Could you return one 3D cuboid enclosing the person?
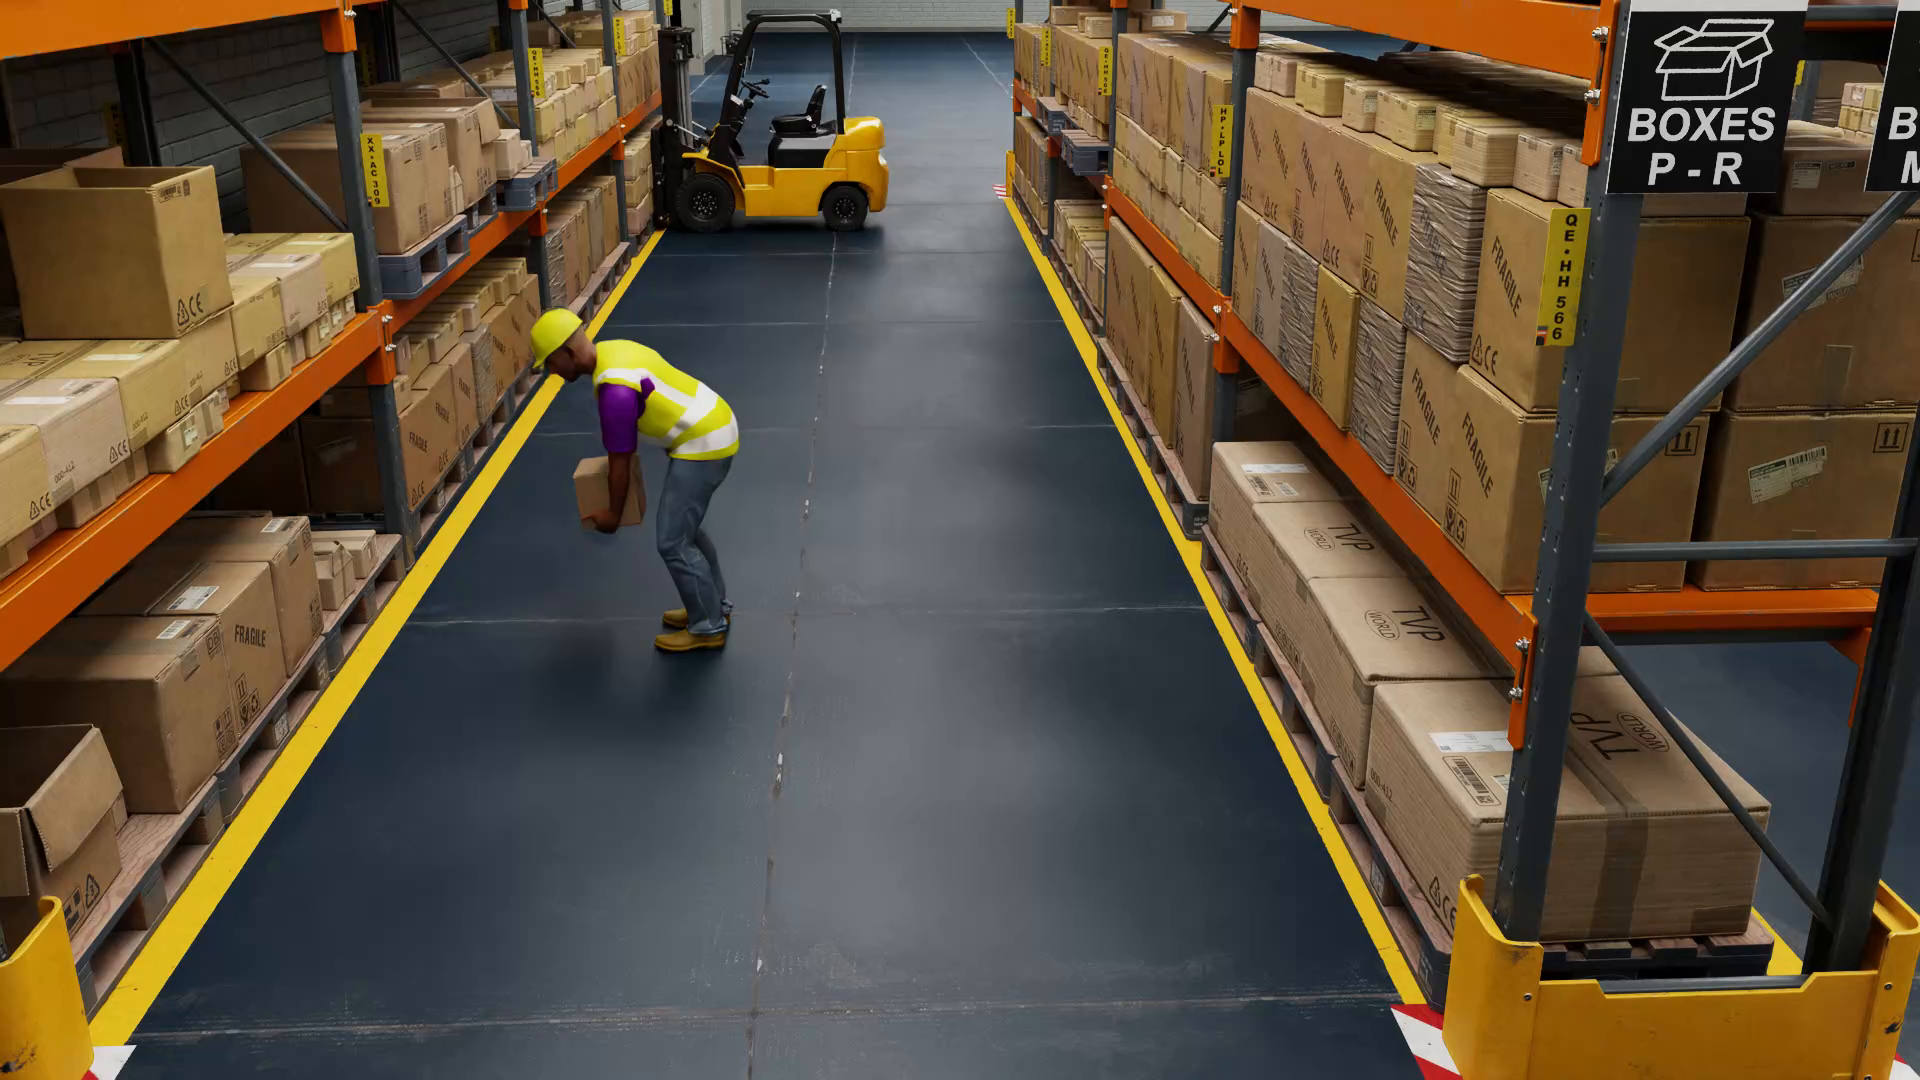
[{"bbox_3d":[-1.365,-0.264,7.152,0.842,1.489,0.476,-2,20,-4],"label":"person"}]
